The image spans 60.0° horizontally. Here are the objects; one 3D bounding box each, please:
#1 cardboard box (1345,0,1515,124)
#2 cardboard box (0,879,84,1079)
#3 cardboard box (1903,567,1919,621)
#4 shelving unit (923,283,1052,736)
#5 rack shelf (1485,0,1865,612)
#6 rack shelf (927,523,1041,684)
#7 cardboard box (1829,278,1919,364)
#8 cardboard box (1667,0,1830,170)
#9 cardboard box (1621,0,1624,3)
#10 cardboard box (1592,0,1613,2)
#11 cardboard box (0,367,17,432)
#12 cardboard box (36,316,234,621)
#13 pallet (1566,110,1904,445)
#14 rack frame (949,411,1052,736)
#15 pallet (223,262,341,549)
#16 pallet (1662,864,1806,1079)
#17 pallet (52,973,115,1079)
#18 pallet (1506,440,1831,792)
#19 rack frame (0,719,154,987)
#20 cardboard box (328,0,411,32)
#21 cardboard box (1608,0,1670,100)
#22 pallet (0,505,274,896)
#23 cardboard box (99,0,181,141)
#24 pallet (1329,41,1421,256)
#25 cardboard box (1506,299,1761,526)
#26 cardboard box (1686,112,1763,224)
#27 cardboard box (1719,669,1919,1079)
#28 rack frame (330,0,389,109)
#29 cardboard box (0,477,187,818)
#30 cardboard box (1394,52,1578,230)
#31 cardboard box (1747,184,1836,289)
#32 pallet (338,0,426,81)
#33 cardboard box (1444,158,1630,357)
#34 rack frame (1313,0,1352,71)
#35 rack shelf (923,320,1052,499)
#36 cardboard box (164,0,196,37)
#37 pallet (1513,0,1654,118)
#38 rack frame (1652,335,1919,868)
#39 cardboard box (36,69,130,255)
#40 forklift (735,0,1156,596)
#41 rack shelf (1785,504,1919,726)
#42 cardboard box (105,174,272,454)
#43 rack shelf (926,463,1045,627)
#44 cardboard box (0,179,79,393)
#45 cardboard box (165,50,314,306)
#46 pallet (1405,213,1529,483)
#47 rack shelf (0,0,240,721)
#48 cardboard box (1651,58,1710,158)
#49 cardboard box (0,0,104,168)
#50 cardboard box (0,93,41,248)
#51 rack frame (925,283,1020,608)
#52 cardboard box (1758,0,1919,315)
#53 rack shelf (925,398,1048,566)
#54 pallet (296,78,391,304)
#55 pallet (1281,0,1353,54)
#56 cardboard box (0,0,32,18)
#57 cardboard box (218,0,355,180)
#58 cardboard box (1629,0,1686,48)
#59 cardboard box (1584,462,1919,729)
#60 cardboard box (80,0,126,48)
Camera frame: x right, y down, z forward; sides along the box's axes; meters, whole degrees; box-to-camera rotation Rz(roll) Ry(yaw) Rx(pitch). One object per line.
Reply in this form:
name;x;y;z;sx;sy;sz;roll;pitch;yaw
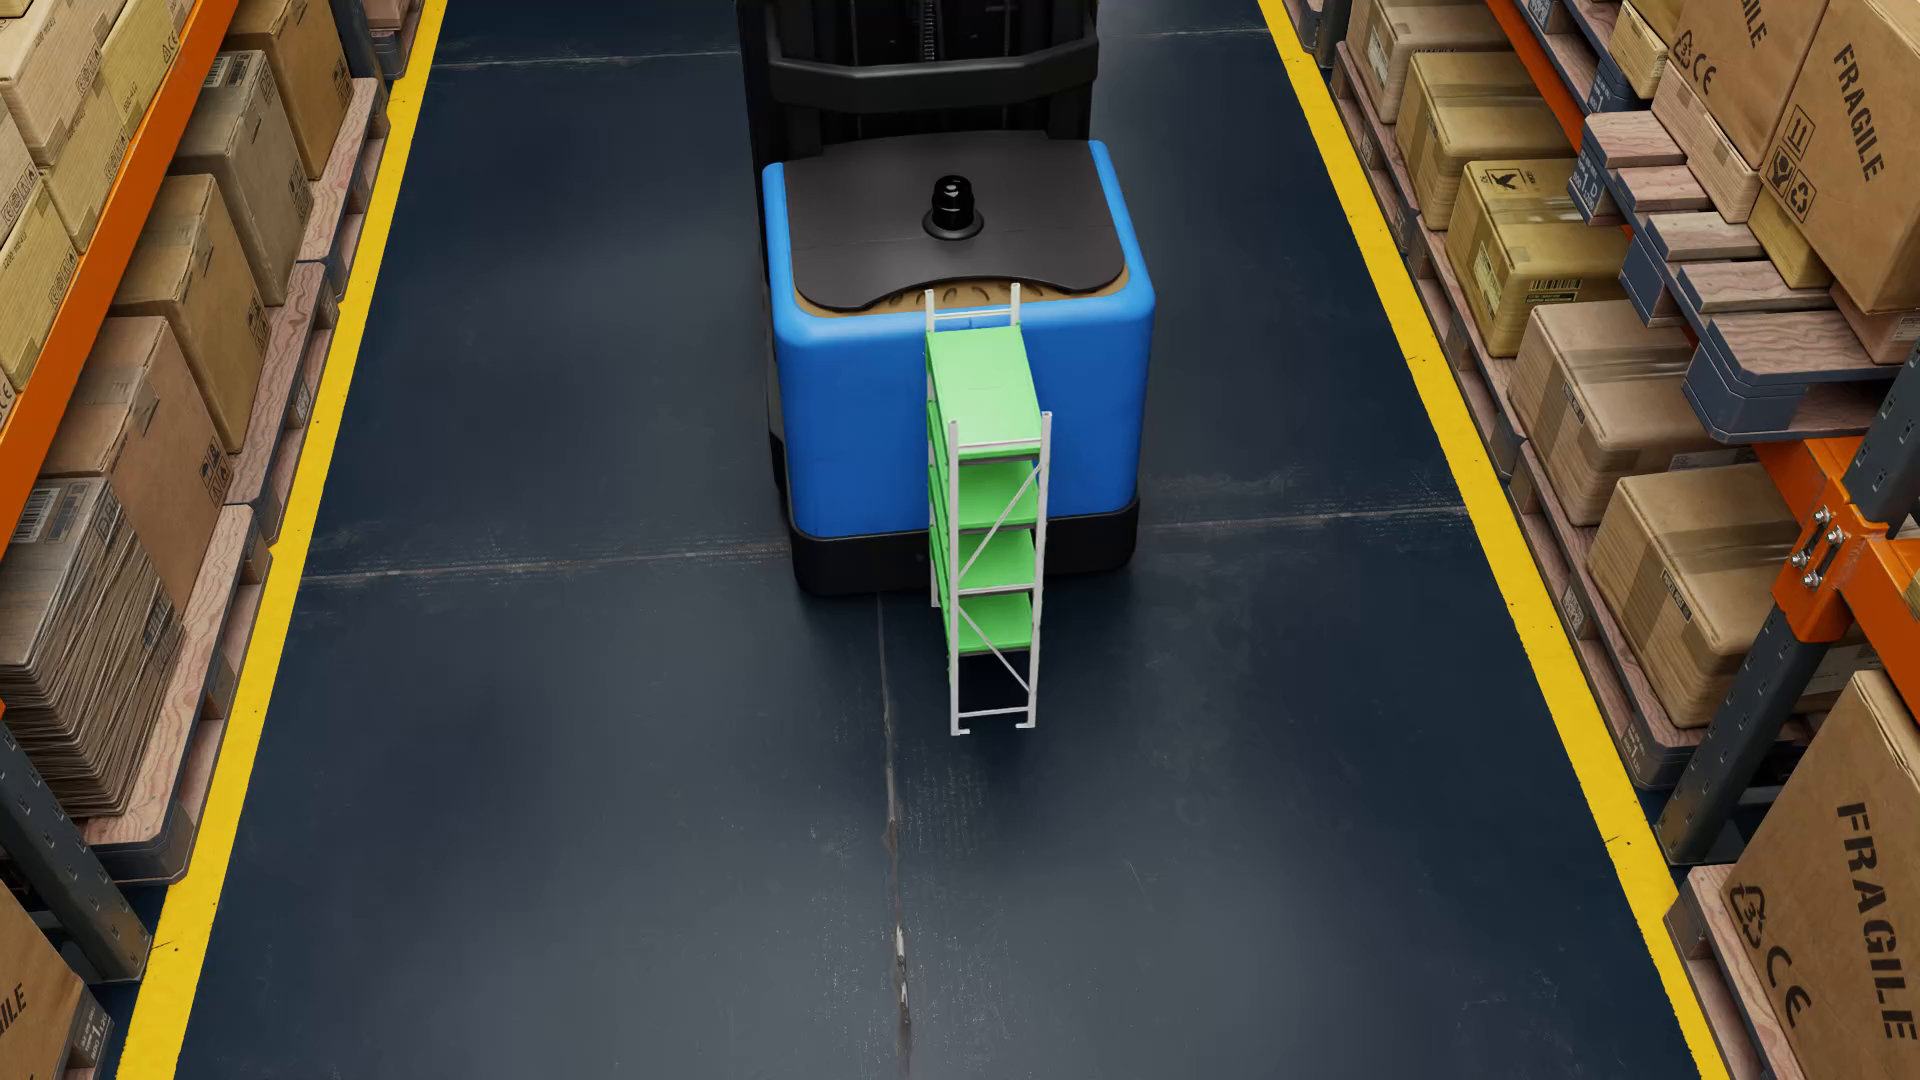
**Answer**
cardboard box;2.091;-1.990;6.589;0.950;0.372;0.625;-3;47;-3
cardboard box;-2.317;1.078;3.596;0.500;0.500;0.500;-2;47;-2
cardboard box;2.170;0.186;3.111;0.500;0.250;0.500;-4;47;-4
shelving unit;0.063;-0.047;4.468;0.258;1.200;0.503;-5;47;-5
rack shelf;2.212;-1.434;5.038;1.077;0.370;4.000;-3;47;-3
rack shelf;0.063;0.162;4.689;0.258;0.148;0.480;-5;47;-5
cardboard box;2.118;-0.515;3.556;0.380;0.149;0.250;-2;47;-2
cardboard box;2.010;-1.201;3.759;0.500;0.500;0.500;-4;47;-4
cardboard box;2.012;-1.455;4.446;0.380;0.149;0.250;-3;47;-3
cardboard box;1.909;-1.632;4.613;0.380;0.149;0.250;-5;47;-5
cardboard box;-2.360;-0.215;3.490;0.500;0.250;0.500;-3;47;-3
cardboard box;-2.668;-0.182;4.703;0.875;0.625;0.625;-2;47;-2
pallet;2.214;-0.678;3.958;1.213;0.211;1.003;-3;47;-3
rack frame;0.094;0.129;4.302;0.240;1.200;0.015;-5;47;-5
pallet;-2.695;-0.450;5.531;1.003;0.211;1.213;-3;47;-3
pallet;2.370;1.299;3.874;1.003;0.211;1.213;-3;47;-3
pallet;-2.542;1.571;3.617;1.003;0.211;1.213;-3;47;-3
pallet;2.316;0.159;4.954;1.003;0.211;1.213;-3;47;-3
rack frame;-2.566;0.070;3.118;1.000;3.000;0.127;-3;47;-3
cardboard box;-2.612;-2.393;7.055;0.500;0.250;0.500;-3;47;-3
cardboard box;1.907;-1.265;4.266;0.380;0.149;0.250;-3;47;-3
pallet;-2.596;0.431;4.697;1.003;0.211;1.213;-3;47;-3
cardboard box;-2.489;-1.326;4.543;0.500;0.250;0.500;-2;47;-2
pallet;2.111;-1.607;6.626;1.003;0.211;1.213;-3;47;-3
cardboard box;2.272;-0.418;5.101;0.950;0.372;0.625;-4;47;-4
cardboard box;1.957;-0.885;3.906;0.380;0.149;0.250;-4;47;-4
cardboard box;2.355;0.856;3.547;0.875;0.875;0.875;-4;47;-4
rack frame;-2.901;-2.824;5.859;1.000;3.000;0.127;-3;47;-3
cardboard box;-2.605;0.290;4.256;0.875;0.625;0.625;-2;47;-2
cardboard box;2.155;-1.470;6.097;0.950;0.372;0.625;-1;47;-1
cardboard box;2.023;-0.705;3.736;0.380;0.149;0.250;-3;47;-3
pallet;-2.926;-2.443;7.419;1.003;0.211;1.213;-3;47;-3
cardboard box;2.215;-0.967;5.621;0.950;0.372;0.625;-2;47;-2
rack frame;2.045;-3.129;6.147;1.000;3.000;0.127;-3;47;-3
rack shelf;0.063;-0.333;4.166;0.258;0.148;0.480;-5;47;-5
cardboard box;-2.540;-1.699;4.897;0.500;0.250;0.500;-3;47;-3
pallet;2.173;-1.598;4.830;1.003;0.211;1.213;-3;47;-3
rack frame;2.380;-0.235;3.406;1.000;3.000;0.127;-3;47;-3
cardboard box;-2.447;-0.951;4.188;0.500;0.250;0.500;-5;47;-5
forklift;-0.159;-1.920;5.050;1.130;2.935;3.031;-5;47;-5
rack shelf;2.547;1.460;2.297;1.077;0.370;4.000;-3;47;-3
cardboard box;-2.724;-0.669;5.164;0.875;0.625;0.625;-5;47;-5
rack shelf;0.063;-0.003;4.515;0.258;0.148;0.480;-5;47;-5
cardboard box;-2.397;-0.579;3.835;0.500;0.250;0.500;-4;47;-4
cardboard box;-2.789;-1.213;5.679;0.875;0.625;0.625;-4;47;-4
pallet;2.217;-0.722;5.788;1.003;0.211;1.213;-3;47;-3
rack shelf;-2.734;-1.130;4.750;1.077;0.370;4.000;-3;47;-3
cardboard box;1.944;-1.067;4.079;0.380;0.149;0.250;-5;47;-5
cardboard box;-2.427;-1.129;4.012;0.500;0.250;0.500;-5;47;-4
cardboard box;-2.401;-0.749;3.652;0.500;0.250;0.500;-2;47;-2
rack frame;0.032;-0.223;4.635;0.240;1.200;0.015;-5;47;-5
cardboard box;2.064;-0.828;3.405;0.500;0.500;0.500;-5;47;-4
rack shelf;0.063;-0.168;4.340;0.258;0.148;0.480;-5;47;-5
pallet;-2.801;-1.335;6.369;1.003;0.211;1.213;-3;47;-3
pallet;1.953;-2.654;7.618;1.003;0.211;1.213;-3;47;-3
cardboard box;-2.418;-1.369;3.965;0.380;0.149;0.250;-3;47;-2
cardboard box;-2.846;-1.775;6.212;0.875;0.625;0.625;-2;47;-2
cardboard box;1.967;-1.566;4.104;0.500;0.500;0.500;-6;47;-6
cardboard box;2.342;0.115;4.596;0.950;0.372;0.625;-6;47;-6
cardboard box;-2.495;-1.497;4.360;0.500;0.250;0.500;-3;47;-3
